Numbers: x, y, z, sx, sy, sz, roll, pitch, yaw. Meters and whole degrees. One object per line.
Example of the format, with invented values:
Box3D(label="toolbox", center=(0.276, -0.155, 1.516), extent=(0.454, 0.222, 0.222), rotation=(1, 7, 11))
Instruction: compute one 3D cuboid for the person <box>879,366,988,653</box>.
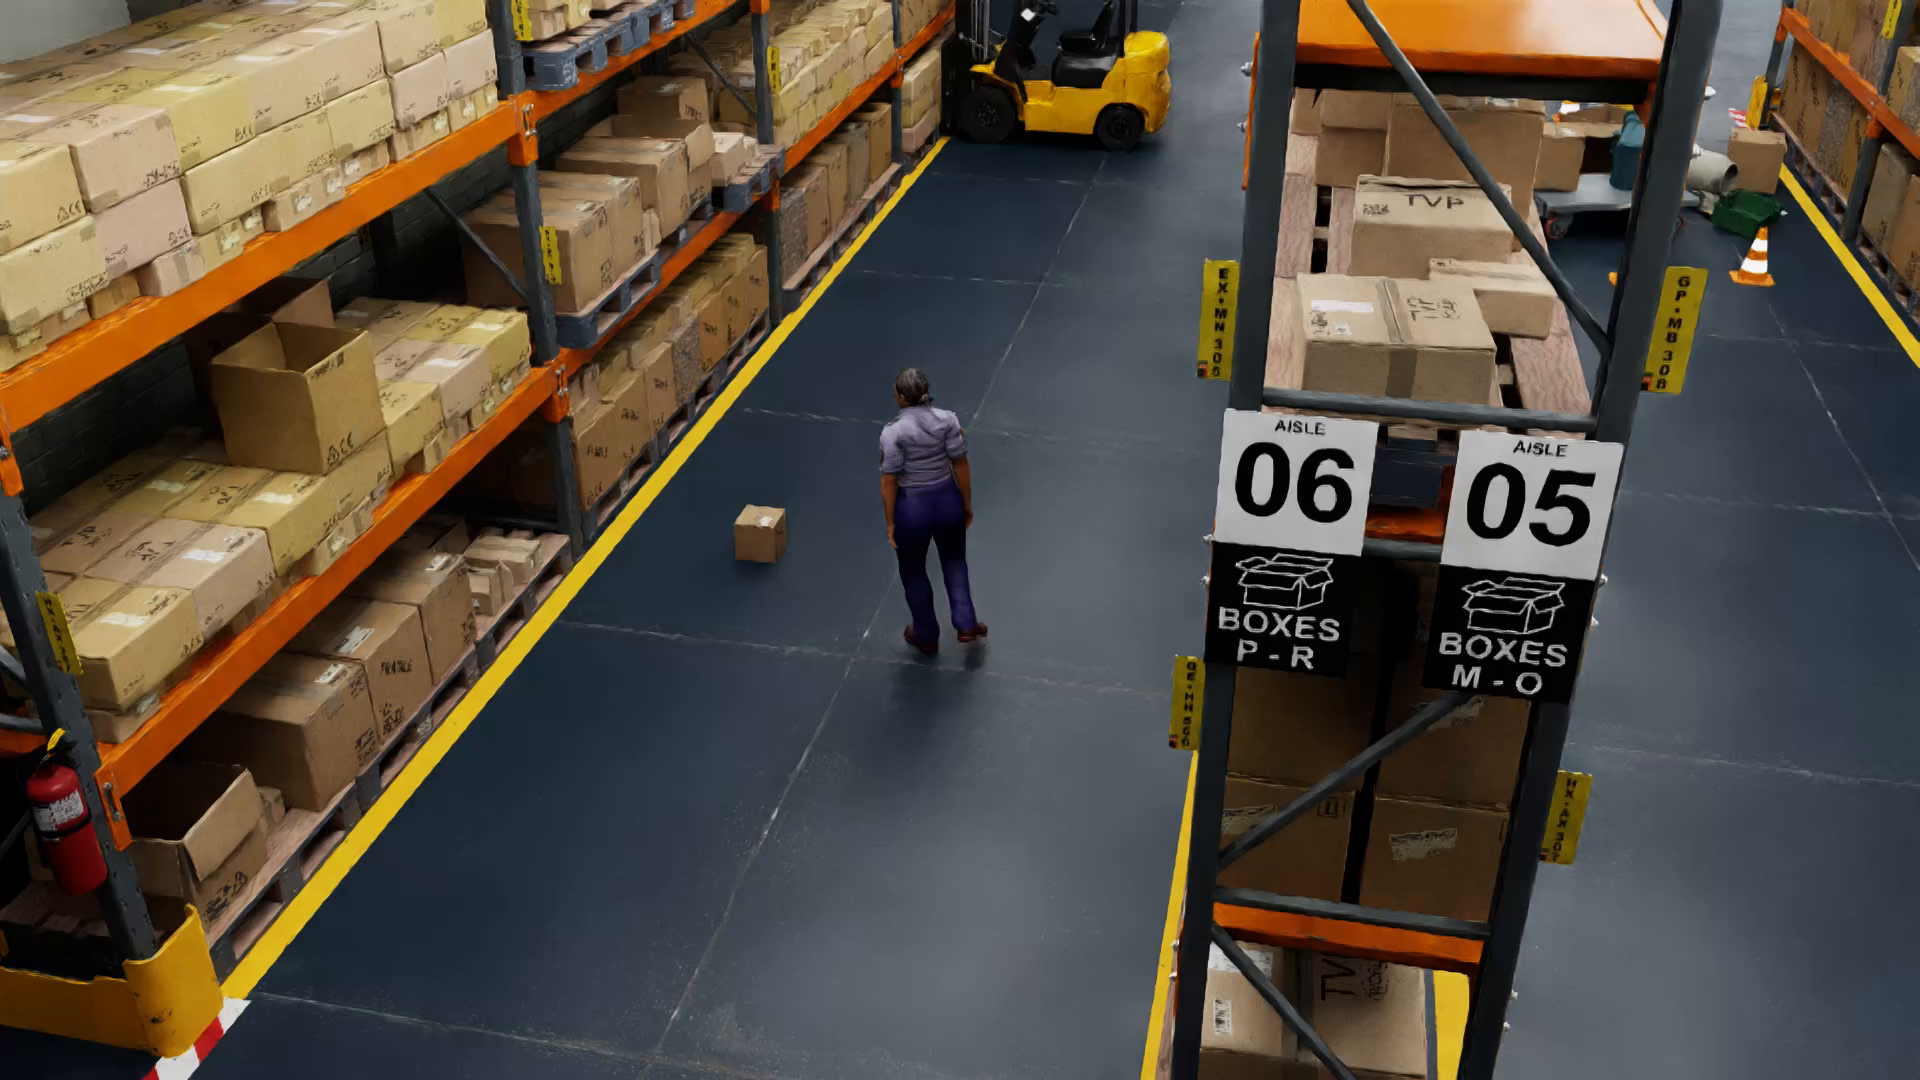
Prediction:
Box3D(label="person", center=(-0.140, -0.122, 8.846), extent=(0.556, 1.640, 0.530), rotation=(-12, 31, -20))
